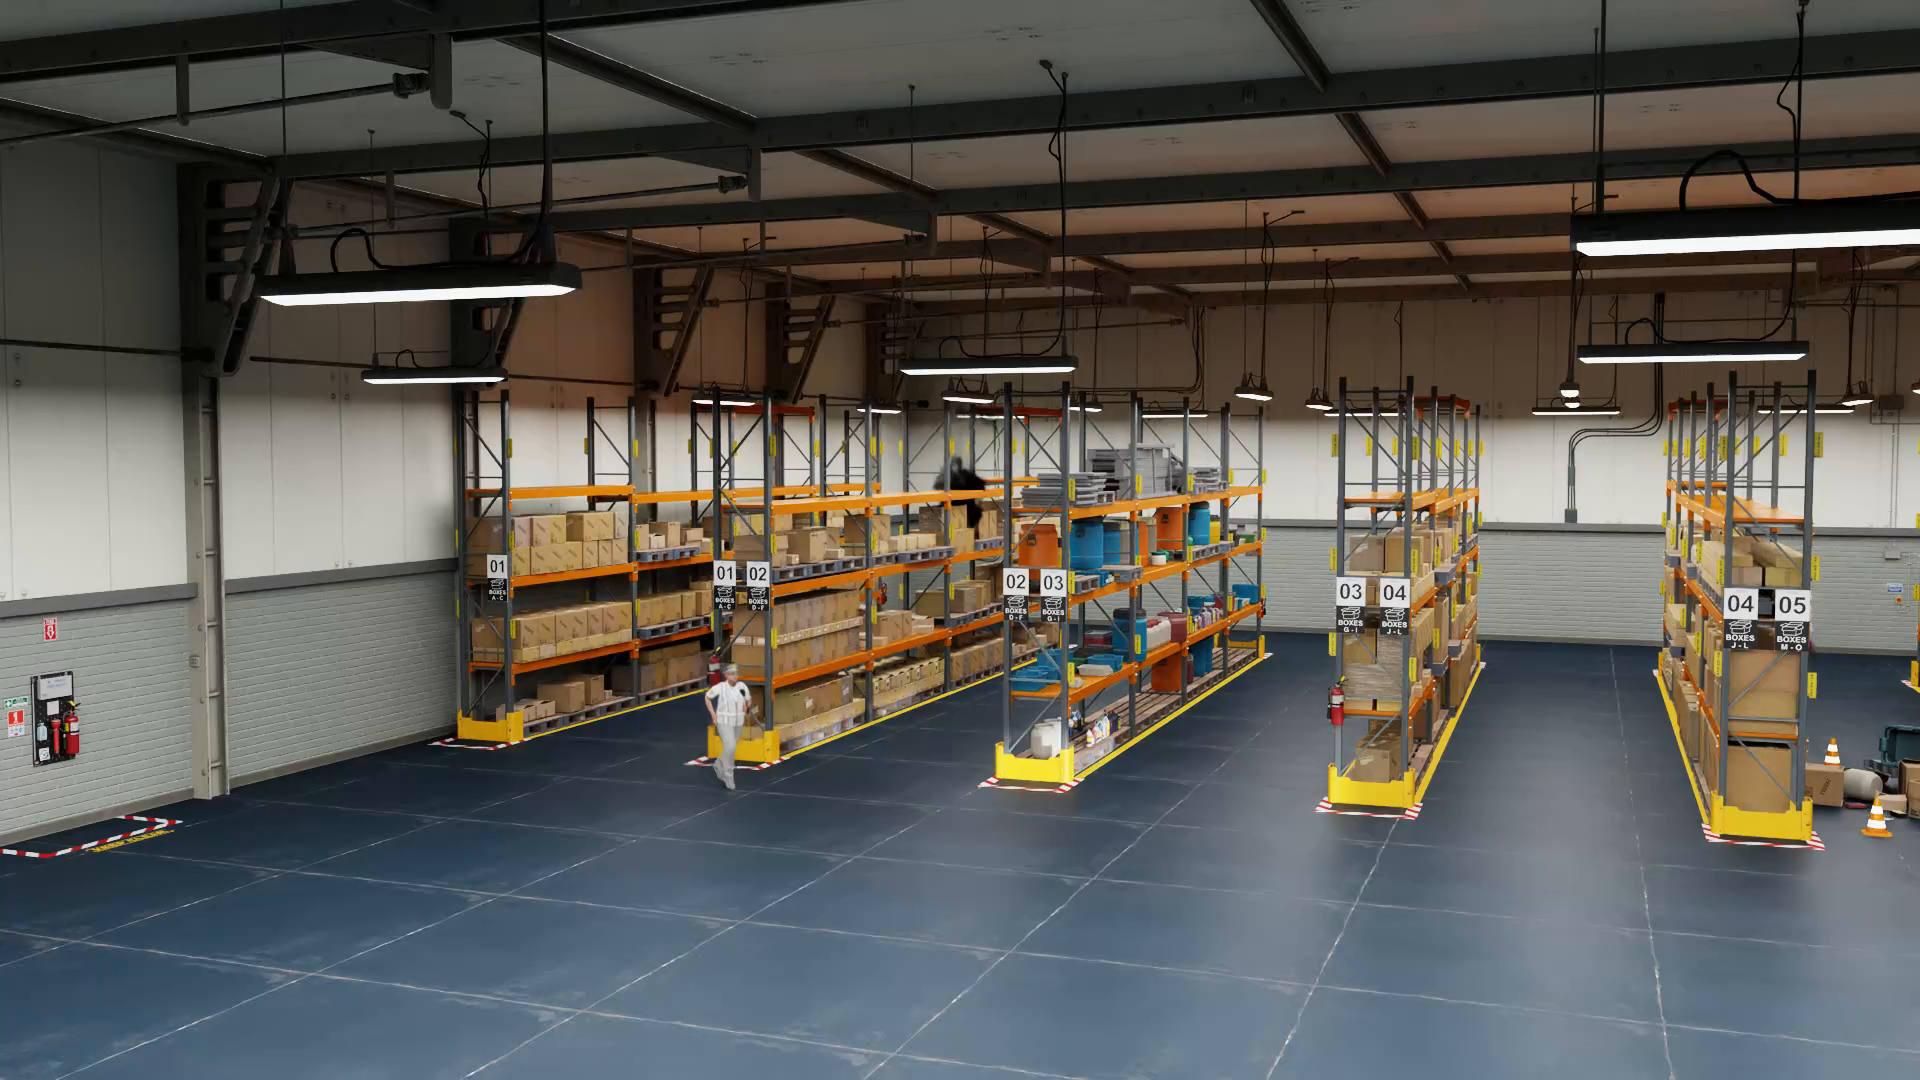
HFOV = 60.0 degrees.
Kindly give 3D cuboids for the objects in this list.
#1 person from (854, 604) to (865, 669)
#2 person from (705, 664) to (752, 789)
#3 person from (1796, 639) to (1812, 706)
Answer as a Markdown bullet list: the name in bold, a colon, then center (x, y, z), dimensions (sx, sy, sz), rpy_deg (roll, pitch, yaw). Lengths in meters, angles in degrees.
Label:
- **person**: center (-2.091, 2.207, 34.851), dimensions (0.686, 1.721, 0.593), rpy_deg (1, 3, 13)
- **person**: center (-3.428, 2.755, 24.834), dimensions (0.661, 1.848, 0.787), rpy_deg (-3, 4, -40)
- **person**: center (16.065, 2.345, 32.143), dimensions (0.720, 1.834, 0.787), rpy_deg (1, 3, 20)
